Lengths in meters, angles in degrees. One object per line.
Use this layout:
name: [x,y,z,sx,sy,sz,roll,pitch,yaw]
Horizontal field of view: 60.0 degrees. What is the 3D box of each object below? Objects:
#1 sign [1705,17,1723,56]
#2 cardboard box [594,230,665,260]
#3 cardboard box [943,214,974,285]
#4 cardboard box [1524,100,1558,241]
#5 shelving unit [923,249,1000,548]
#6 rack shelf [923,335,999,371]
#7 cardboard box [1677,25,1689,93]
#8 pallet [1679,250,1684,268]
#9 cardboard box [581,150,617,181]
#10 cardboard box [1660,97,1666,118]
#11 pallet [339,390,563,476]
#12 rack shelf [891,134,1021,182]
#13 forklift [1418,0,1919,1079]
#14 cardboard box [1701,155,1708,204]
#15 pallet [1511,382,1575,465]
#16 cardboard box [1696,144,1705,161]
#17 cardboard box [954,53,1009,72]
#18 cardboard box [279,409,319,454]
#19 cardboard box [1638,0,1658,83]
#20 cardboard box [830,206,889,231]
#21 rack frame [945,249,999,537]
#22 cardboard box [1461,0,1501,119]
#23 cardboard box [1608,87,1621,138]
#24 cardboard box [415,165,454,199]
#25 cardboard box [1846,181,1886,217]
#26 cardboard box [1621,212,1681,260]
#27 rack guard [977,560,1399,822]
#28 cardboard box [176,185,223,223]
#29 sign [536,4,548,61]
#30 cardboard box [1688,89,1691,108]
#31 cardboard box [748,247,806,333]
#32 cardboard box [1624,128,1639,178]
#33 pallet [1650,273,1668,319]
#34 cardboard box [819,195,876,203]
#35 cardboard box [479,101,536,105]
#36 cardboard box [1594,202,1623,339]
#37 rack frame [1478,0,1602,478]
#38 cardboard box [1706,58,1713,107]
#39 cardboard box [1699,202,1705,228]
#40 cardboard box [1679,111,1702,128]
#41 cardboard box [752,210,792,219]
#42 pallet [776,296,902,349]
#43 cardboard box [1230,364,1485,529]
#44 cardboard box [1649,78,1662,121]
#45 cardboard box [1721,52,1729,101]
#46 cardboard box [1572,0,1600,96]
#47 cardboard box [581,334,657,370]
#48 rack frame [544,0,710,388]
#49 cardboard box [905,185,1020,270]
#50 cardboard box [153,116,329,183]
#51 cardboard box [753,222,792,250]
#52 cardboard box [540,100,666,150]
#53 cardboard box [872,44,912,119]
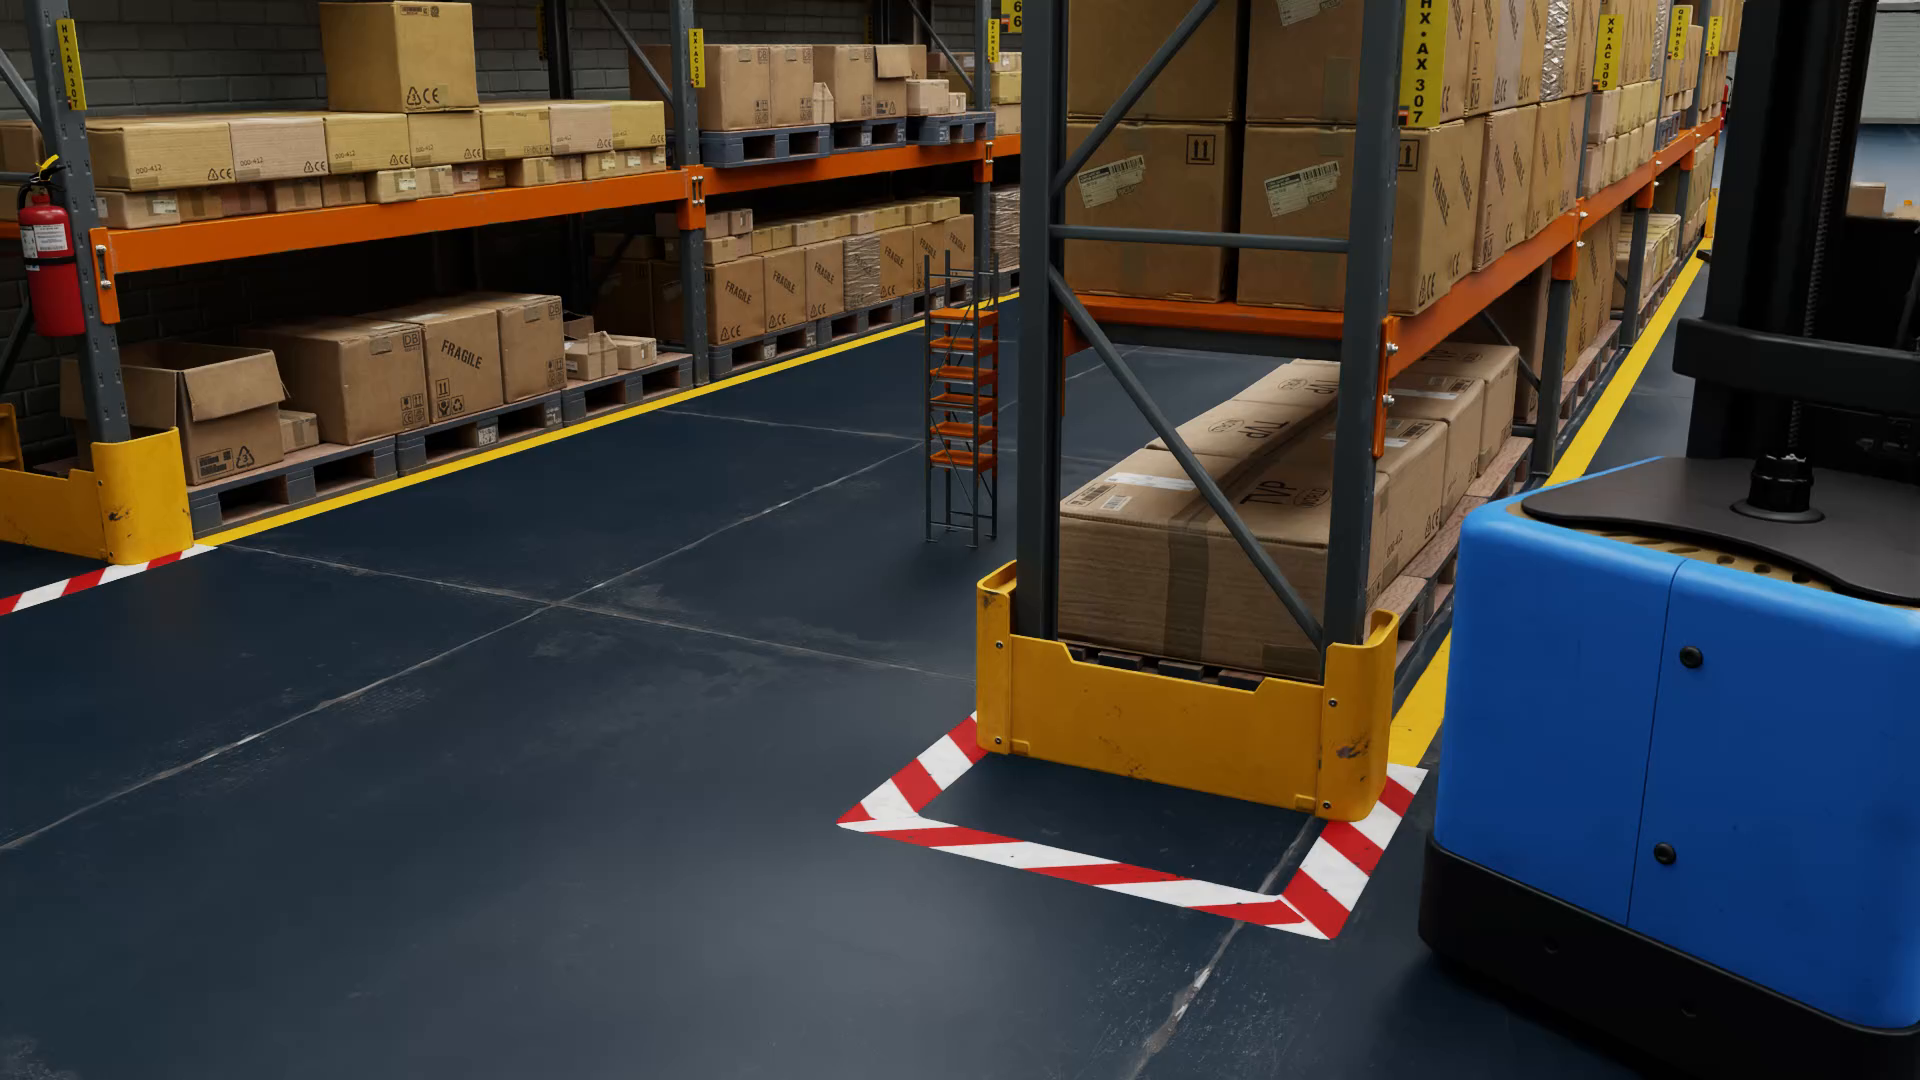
sign: [6.498,-4.339,14.330,0.100,0.325,0.005,8,18,25]
cardboard box: [-2.111,-1.891,10.635,0.380,0.149,0.250,7,18,23]
cardboard box: [-0.226,-2.333,13.264,0.500,0.500,0.500,9,19,27]
cardboard box: [2.010,-1.451,6.466,0.500,0.500,0.500,8,18,25]
shelving unit: [0.006,-0.579,6.866,0.258,1.200,0.189,8,18,25]
rack shelf: [0.006,-0.766,6.810,0.258,0.103,0.180,8,18,25]
cardboard box: [5.309,-3.708,12.803,0.500,0.500,0.500,7,18,23]
pallet: [6.268,-2.692,15.718,1.003,0.211,1.213,8,18,25]
cardboard box: [-2.125,-2.074,9.180,0.380,0.149,0.250,9,19,27]
cardboard box: [4.844,-3.106,11.917,0.380,0.149,0.250,7,18,22]
pallet: [-2.869,-0.623,8.750,1.003,0.211,1.213,8,18,25]
rack shelf: [0.664,-3.630,15.240,1.077,0.370,4.000,8,18,25]
forklift: [2.505,-0.599,3.892,3.031,2.935,1.130,-13,21,-37]
cardboard box: [7.201,-3.617,16.707,0.500,0.500,0.500,8,18,24]
pallet: [2.702,-0.685,8.960,1.003,0.211,1.213,8,18,25]
cardboard box: [6.843,-3.678,15.775,0.380,0.149,0.250,9,19,27]
cardboard box: [0.176,-3.868,13.463,0.380,0.149,0.250,9,19,27]
cardboard box: [-3.222,-0.509,7.739,0.380,0.149,0.250,7,18,23]
cardboard box: [3.766,-2.939,9.721,0.500,0.500,0.500,8,18,25]
cardboard box: [-0.745,-2.361,12.219,0.380,0.149,0.250,8,18,25]
rack frame: [0.047,-0.602,6.944,0.240,1.200,0.006,8,18,25]
cardboard box: [1.332,-1.542,5.018,0.500,0.500,0.500,8,18,24]
cardboard box: [3.082,-2.196,8.535,0.500,0.250,0.500,8,19,26]
cardboard box: [-2.693,-1.747,8.080,0.380,0.149,0.250,9,19,27]
cardboard box: [7.606,-2.799,14.241,0.500,0.500,0.500,8,18,25]
cardboard box: [5.768,-2.661,14.593,0.950,0.372,0.625,8,18,26]
rack guard: [0.627,0.408,4.774,1.175,0.500,0.348,8,18,25]
cardboard box: [-3.340,-1.426,7.000,0.380,0.149,0.250,9,19,27]
sign: [-2.515,-3.071,10.062,0.100,0.325,0.005,8,18,25]
cardboard box: [5.800,-3.633,13.691,0.380,0.149,0.250,8,18,24]
cardboard box: [-1.371,-1.681,11.067,0.500,0.500,0.500,8,18,25]
cardboard box: [3.563,-2.209,9.456,0.500,0.250,0.500,8,18,24]
pallet: [5.109,-2.006,13.408,1.003,0.211,1.213,8,18,25]
cardboard box: [-0.884,-2.622,13.096,0.380,0.149,0.250,9,19,27]
cardboard box: [-2.698,-2.296,9.229,0.500,0.250,0.500,8,18,25]
cardboard box: [3.830,-1.852,10.985,0.875,0.875,0.875,8,18,25]
rack frame: [2.425,-1.816,7.869,1.000,3.000,0.127,8,18,25]
cardboard box: [6.649,-4.251,15.371,0.500,0.500,0.500,8,18,25]
cardboard box: [7.428,-3.384,17.242,0.500,0.250,0.500,8,18,26]
cardboard box: [6.428,-3.772,14.898,0.380,0.149,0.250,8,18,25]
cardboard box: [-1.430,-2.286,11.967,0.380,0.149,0.250,7,18,23]
pallet: [-1.144,-1.633,12.153,1.003,0.211,1.213,8,18,25]
cardboard box: [1.649,-0.414,6.913,0.875,0.438,0.875,8,18,24]
cardboard box: [4.223,-2.847,10.725,0.500,0.250,0.500,8,18,25]
cardboard box: [7.791,-4.889,17.520,0.500,0.500,0.500,8,18,24]
cardboard box: [2.461,-2.188,7.189,0.500,0.500,0.500,8,18,25]
cardboard box: [-2.003,-1.102,9.734,0.380,0.149,0.250,7,18,24]
rack frame: [-2.017,-2.446,9.992,1.000,3.000,0.127,8,18,25]
cardboard box: [0.061,-2.685,14.230,0.875,0.625,0.625,9,19,27]
cardboard box: [-3.136,-1.708,7.247,0.500,0.250,0.500,8,18,26]
cardboard box: [-1.349,-2.036,11.126,0.380,0.149,0.250,8,18,24]
cardboard box: [-2.027,-2.356,9.430,0.500,0.250,0.500,9,19,27]
cardboard box: [-0.794,-3.277,11.869,0.797,0.503,0.637,8,18,24]
